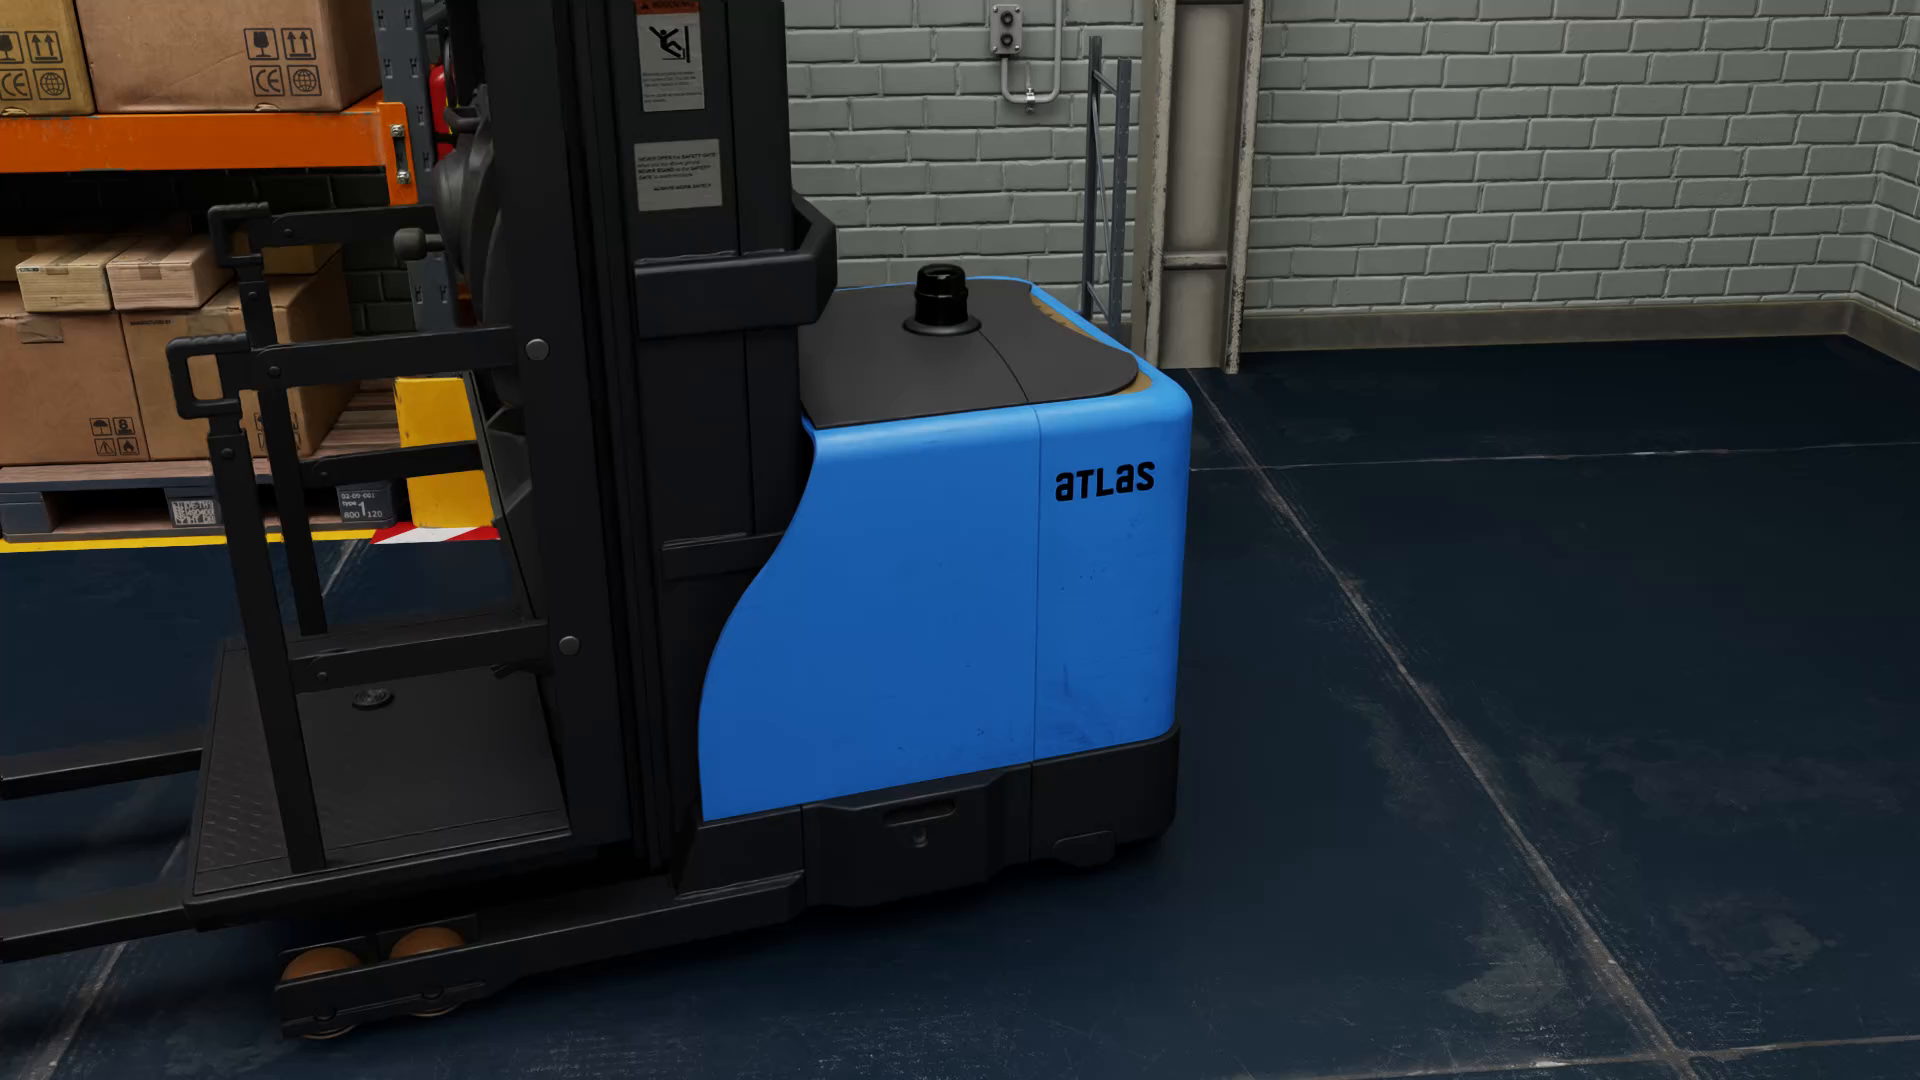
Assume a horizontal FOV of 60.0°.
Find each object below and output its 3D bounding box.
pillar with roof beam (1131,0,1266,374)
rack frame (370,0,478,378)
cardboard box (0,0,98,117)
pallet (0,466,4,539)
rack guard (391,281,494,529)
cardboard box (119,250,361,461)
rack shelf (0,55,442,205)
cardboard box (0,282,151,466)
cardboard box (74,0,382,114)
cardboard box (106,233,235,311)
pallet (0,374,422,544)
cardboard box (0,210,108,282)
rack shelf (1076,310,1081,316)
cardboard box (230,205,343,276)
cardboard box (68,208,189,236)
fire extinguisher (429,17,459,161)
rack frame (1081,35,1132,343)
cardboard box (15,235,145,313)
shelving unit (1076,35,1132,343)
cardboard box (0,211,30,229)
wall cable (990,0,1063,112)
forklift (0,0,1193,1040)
[{"bbox_3d":[1.350,-3.105,1.158,0.400,9.000,9.100,-2,24,-5],"label":"pillar with roof beam"},{"bbox_3d":[-1.675,-1.647,5.262,0.127,3.000,1.000,-2,24,-5],"label":"rack frame"},{"bbox_3d":[-2.905,-1.726,5.071,0.700,0.700,0.980,-2,24,-6],"label":"cardboard box"},{"bbox_3d":[-3.675,-0.262,5.579,1.213,0.211,1.003,-2,24,-5],"label":"pallet"},{"bbox_3d":[-1.652,-0.505,5.772,0.348,0.500,1.175,-2,24,-5],"label":"rack guard"},{"bbox_3d":[-2.362,-0.628,5.530,0.500,0.500,0.700,-2,24,-5],"label":"cardboard box"},{"bbox_3d":[-3.666,-1.238,5.228,4.000,0.370,1.077,-2,24,-5],"label":"rack shelf"},{"bbox_3d":[-2.860,-0.608,5.485,0.500,0.500,0.700,-2,24,-5],"label":"cardboard box"},{"bbox_3d":[-2.182,-1.759,5.146,0.700,0.700,0.980,-1,24,-3],"label":"cardboard box"},{"bbox_3d":[-2.472,-0.846,5.221,0.250,0.149,0.380,-3,24,-6],"label":"cardboard box"},{"bbox_3d":[-2.463,-0.309,5.685,1.213,0.211,1.003,-2,24,-5],"label":"pallet"},{"bbox_3d":[-3.011,-0.980,5.523,0.250,0.149,0.380,-2,24,-5],"label":"cardboard box"},{"bbox_3d":[-0.085,-0.518,5.011,1.000,0.185,0.538,-2,24,-5],"label":"rack shelf"},{"bbox_3d":[-2.257,-1.010,5.592,0.250,0.149,0.380,-2,24,-5],"label":"cardboard box"},{"bbox_3d":[-2.762,-0.990,5.545,0.250,0.149,0.380,-2,24,-5],"label":"cardboard box"},{"bbox_3d":[-1.480,-1.260,4.947,0.183,0.674,0.296,-2,24,-5],"label":"fire extinguisher"},{"bbox_3d":[0.421,-0.702,4.983,0.032,1.500,0.500,-2,24,-5],"label":"rack frame"},{"bbox_3d":[-2.726,-0.835,5.198,0.250,0.149,0.380,-2,24,-4],"label":"cardboard box"},{"bbox_3d":[-0.085,-0.682,4.938,1.048,1.500,0.538,-2,24,-5],"label":"shelving unit"},{"bbox_3d":[-3.264,-0.969,5.500,0.250,0.149,0.380,-2,24,-4],"label":"cardboard box"},{"bbox_3d":[-0.494,-2.544,6.031,1.851,1.984,0.084,-2,24,-5],"label":"wall cable"},{"bbox_3d":[-1.095,-0.641,3.083,3.031,2.935,1.130,-8,25,-17],"label":"forklift"}]
